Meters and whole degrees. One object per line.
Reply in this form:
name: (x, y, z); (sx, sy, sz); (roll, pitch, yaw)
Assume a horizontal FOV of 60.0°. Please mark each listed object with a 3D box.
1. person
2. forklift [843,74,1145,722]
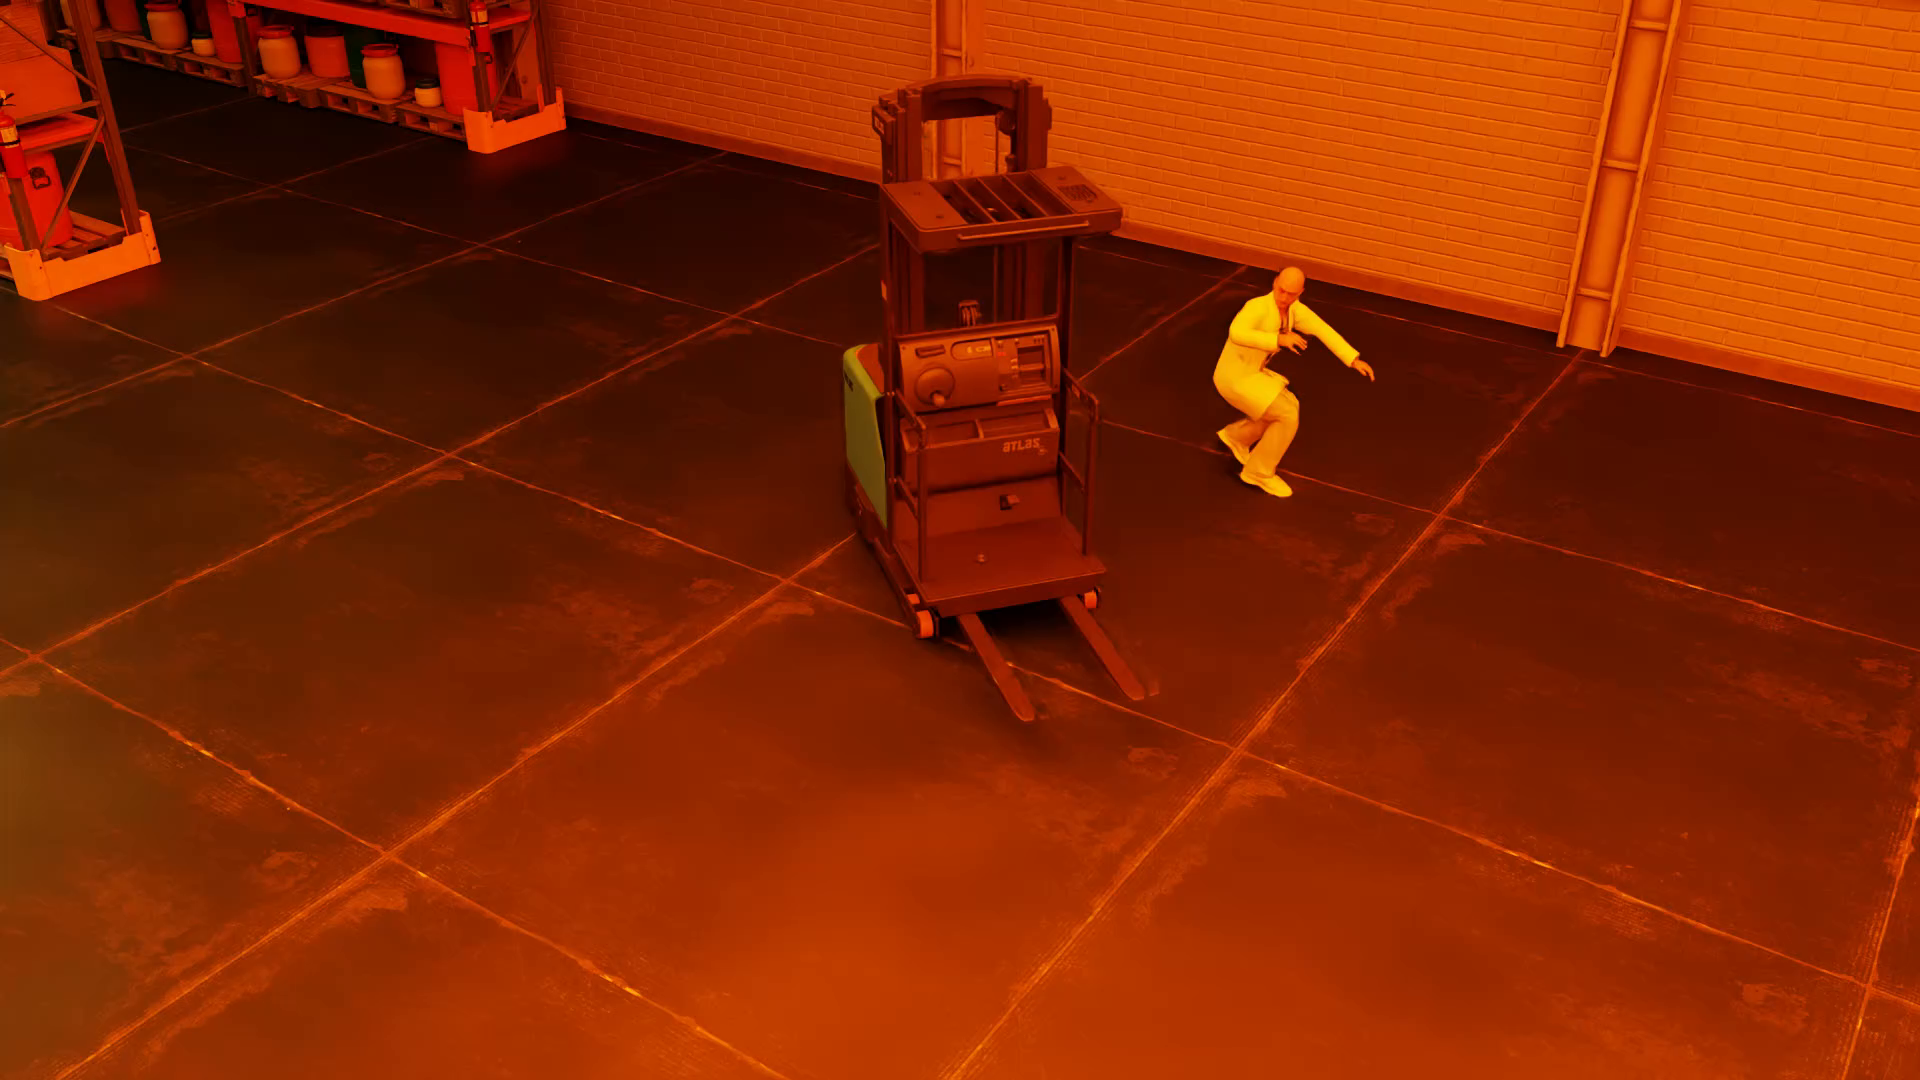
person: (2.135, -1.025, 10.806); (0.991, 1.503, 0.844); (13, 33, 22)
forklift: (0.183, -0.926, 9.176); (1.130, 2.935, 3.031); (-9, 31, -15)
